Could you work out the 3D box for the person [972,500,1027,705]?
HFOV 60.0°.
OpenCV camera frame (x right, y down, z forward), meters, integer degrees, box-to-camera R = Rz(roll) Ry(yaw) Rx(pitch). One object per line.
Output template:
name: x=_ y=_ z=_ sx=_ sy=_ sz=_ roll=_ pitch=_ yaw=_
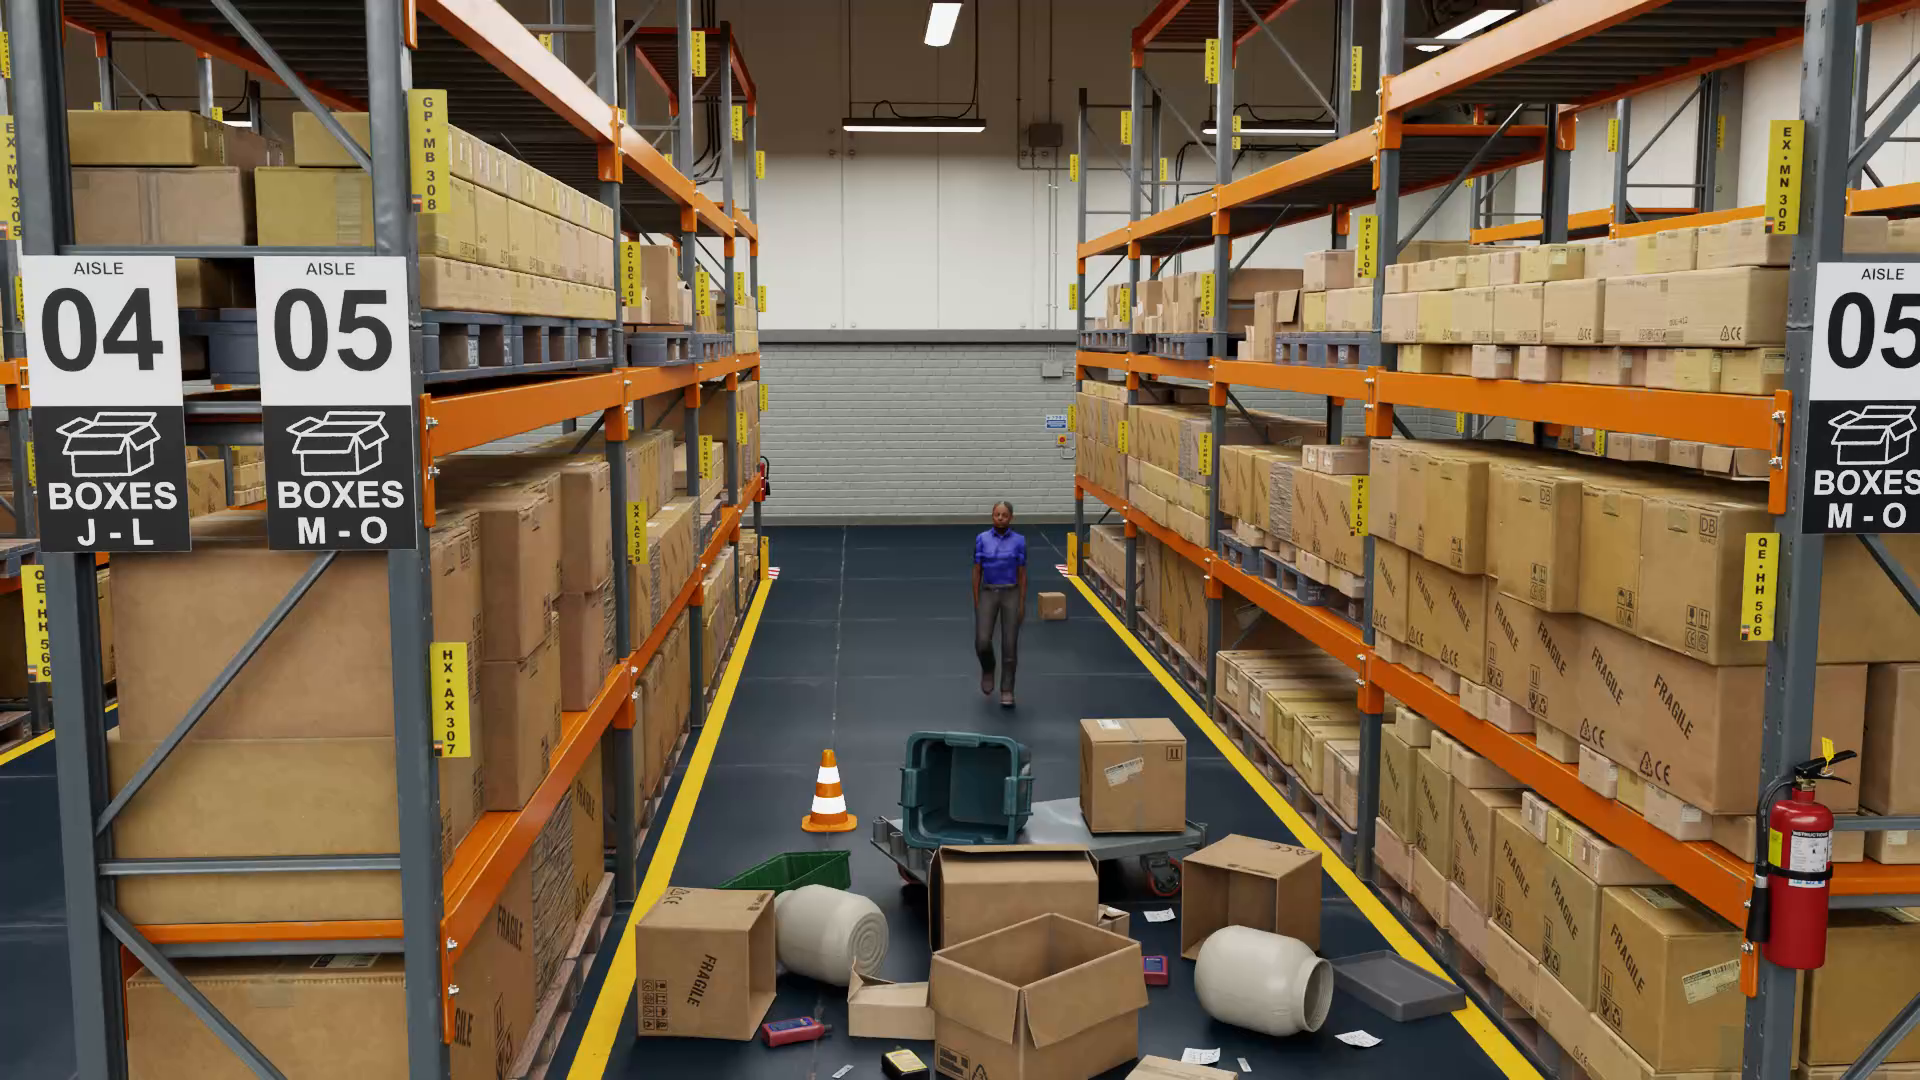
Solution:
person: x=0.323 y=0.495 z=13.528 sx=0.445 sy=1.648 sz=0.481 roll=0 pitch=7 yaw=1
